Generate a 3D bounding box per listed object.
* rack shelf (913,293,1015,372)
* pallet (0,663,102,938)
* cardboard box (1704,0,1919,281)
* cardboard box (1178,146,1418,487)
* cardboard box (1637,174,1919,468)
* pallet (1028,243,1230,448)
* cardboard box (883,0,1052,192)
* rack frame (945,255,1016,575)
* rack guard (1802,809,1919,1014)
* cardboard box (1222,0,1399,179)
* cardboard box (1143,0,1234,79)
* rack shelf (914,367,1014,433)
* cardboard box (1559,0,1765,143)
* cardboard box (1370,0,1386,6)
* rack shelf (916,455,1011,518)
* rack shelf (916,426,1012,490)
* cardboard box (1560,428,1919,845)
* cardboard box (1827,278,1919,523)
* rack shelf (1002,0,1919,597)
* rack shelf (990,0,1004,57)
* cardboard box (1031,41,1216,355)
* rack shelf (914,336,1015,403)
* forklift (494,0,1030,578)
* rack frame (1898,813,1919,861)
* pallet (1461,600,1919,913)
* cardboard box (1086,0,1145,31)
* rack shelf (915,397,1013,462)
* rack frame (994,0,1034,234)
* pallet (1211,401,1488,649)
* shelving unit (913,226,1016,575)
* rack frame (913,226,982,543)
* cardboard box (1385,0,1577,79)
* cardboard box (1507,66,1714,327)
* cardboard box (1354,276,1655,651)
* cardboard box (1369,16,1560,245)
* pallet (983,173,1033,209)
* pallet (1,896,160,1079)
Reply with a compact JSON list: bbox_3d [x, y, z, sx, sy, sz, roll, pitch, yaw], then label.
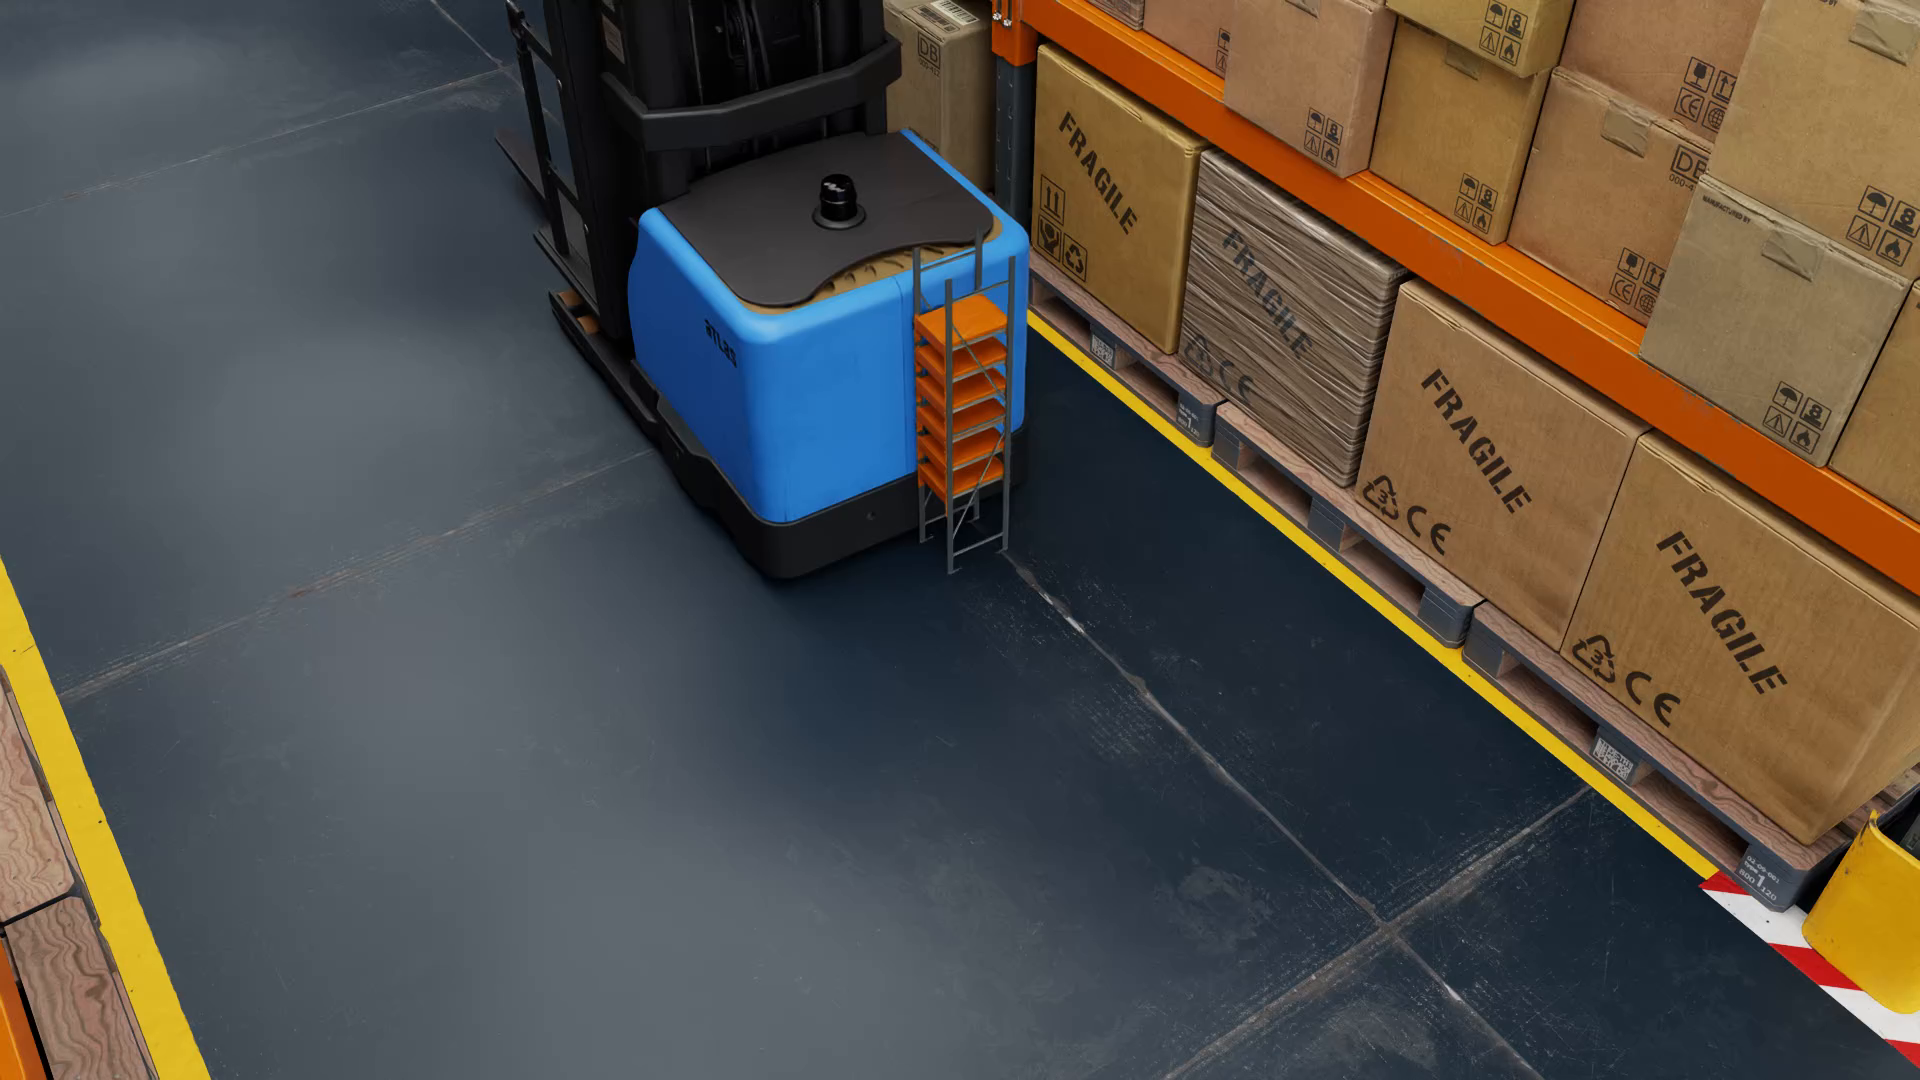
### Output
[{"bbox_3d":[0.012,-0.642,5.096,0.258,0.103,0.180,-23,48,-22],"label":"rack shelf"},{"bbox_3d":[-3.130,0.865,4.691,1.003,0.211,1.213,-26,49,-24],"label":"pallet"},{"bbox_3d":[2.300,-1.092,3.831,0.875,0.550,0.550,-26,49,-24],"label":"cardboard box"},{"bbox_3d":[1.404,-0.902,5.757,0.875,0.875,0.875,-25,49,-24],"label":"cardboard box"},{"bbox_3d":[2.289,-0.696,4.198,0.875,0.550,0.550,-26,49,-24],"label":"cardboard box"},{"bbox_3d":[0.953,-0.942,6.583,1.003,0.211,1.213,-26,49,-24],"label":"pallet"},{"bbox_3d":[0.153,-2.066,7.067,1.050,0.750,0.750,-26,49,-25],"label":"cardboard box"},{"bbox_3d":[0.061,-0.360,5.258,0.240,1.200,0.006,-23,48,-22],"label":"rack frame"},{"bbox_3d":[2.884,0.771,4.580,1.175,0.500,0.348,-26,49,-24],"label":"rack guard"},{"bbox_3d":[1.349,-1.607,5.152,0.875,0.550,0.550,-26,49,-24],"label":"cardboard box"},{"bbox_3d":[1.136,-1.959,5.521,0.875,0.550,0.550,-26,49,-24],"label":"cardboard box"},{"bbox_3d":[0.012,-0.468,5.262,0.258,0.103,0.180,-23,48,-22],"label":"rack shelf"},{"bbox_3d":[2.091,-1.462,4.219,0.875,0.550,0.550,-26,49,-24],"label":"cardboard box"},{"bbox_3d":[1.371,-2.008,4.791,0.875,0.550,0.550,-26,49,-24],"label":"cardboard box"},{"bbox_3d":[0.013,-0.208,5.510,0.258,0.103,0.180,-23,48,-22],"label":"rack shelf"},{"bbox_3d":[0.013,-0.294,5.428,0.258,0.103,0.180,-23,48,-22],"label":"rack shelf"},{"bbox_3d":[2.428,0.112,4.695,0.875,0.875,0.875,-25,49,-24],"label":"cardboard box"},{"bbox_3d":[2.621,-0.393,3.881,0.875,0.550,0.550,-26,49,-24],"label":"cardboard box"},{"bbox_3d":[1.726,-1.019,5.166,1.077,0.370,4.000,-26,49,-24],"label":"rack shelf"},{"bbox_3d":[-0.562,-3.284,7.539,1.077,0.370,4.000,-26,49,-24],"label":"rack shelf"},{"bbox_3d":[0.885,-1.411,6.291,0.875,0.875,0.875,-25,49,-24],"label":"cardboard box"},{"bbox_3d":[0.012,-0.555,5.179,0.258,0.103,0.180,-23,48,-22],"label":"rack shelf"},{"bbox_3d":[-0.966,-1.932,5.651,1.130,2.935,3.031,-23,48,-22],"label":"forklift"},{"bbox_3d":[2.871,-0.146,3.731,1.000,3.000,0.127,-26,49,-24],"label":"rack frame"},{"bbox_3d":[2.349,0.440,5.136,1.003,0.211,1.213,-26,49,-24],"label":"pallet"},{"bbox_3d":[0.803,-2.262,5.838,0.875,0.550,0.550,-26,49,-24],"label":"cardboard box"},{"bbox_3d":[0.012,-0.381,5.345,0.258,0.103,0.180,-23,48,-22],"label":"rack shelf"},{"bbox_3d":[0.582,-2.412,6.104,1.000,3.000,0.127,-26,49,-24],"label":"rack frame"},{"bbox_3d":[1.655,-0.250,5.859,1.003,0.211,1.213,-26,49,-24],"label":"pallet"},{"bbox_3d":[0.012,-0.413,5.314,0.258,1.200,0.189,-23,48,-22],"label":"shelving unit"},{"bbox_3d":[-0.036,-0.467,5.370,0.240,1.200,0.006,-23,48,-22],"label":"rack frame"},{"bbox_3d":[1.681,-1.711,4.480,0.875,0.550,0.500,-26,49,-24],"label":"cardboard box"},{"bbox_3d":[2.071,-1.062,4.582,0.875,0.550,0.550,-26,49,-24],"label":"cardboard box"},{"bbox_3d":[1.923,-0.385,5.216,0.875,0.875,0.875,-26,50,-25],"label":"cardboard box"},{"bbox_3d":[1.734,-1.346,4.879,0.875,0.550,0.500,-26,49,-24],"label":"cardboard box"},{"bbox_3d":[0.079,-1.810,7.493,1.003,0.211,1.213,-26,49,-24],"label":"pallet"},{"bbox_3d":[-2.428,1.557,3.966,1.003,0.211,1.213,-26,49,-24],"label":"pallet"}]
